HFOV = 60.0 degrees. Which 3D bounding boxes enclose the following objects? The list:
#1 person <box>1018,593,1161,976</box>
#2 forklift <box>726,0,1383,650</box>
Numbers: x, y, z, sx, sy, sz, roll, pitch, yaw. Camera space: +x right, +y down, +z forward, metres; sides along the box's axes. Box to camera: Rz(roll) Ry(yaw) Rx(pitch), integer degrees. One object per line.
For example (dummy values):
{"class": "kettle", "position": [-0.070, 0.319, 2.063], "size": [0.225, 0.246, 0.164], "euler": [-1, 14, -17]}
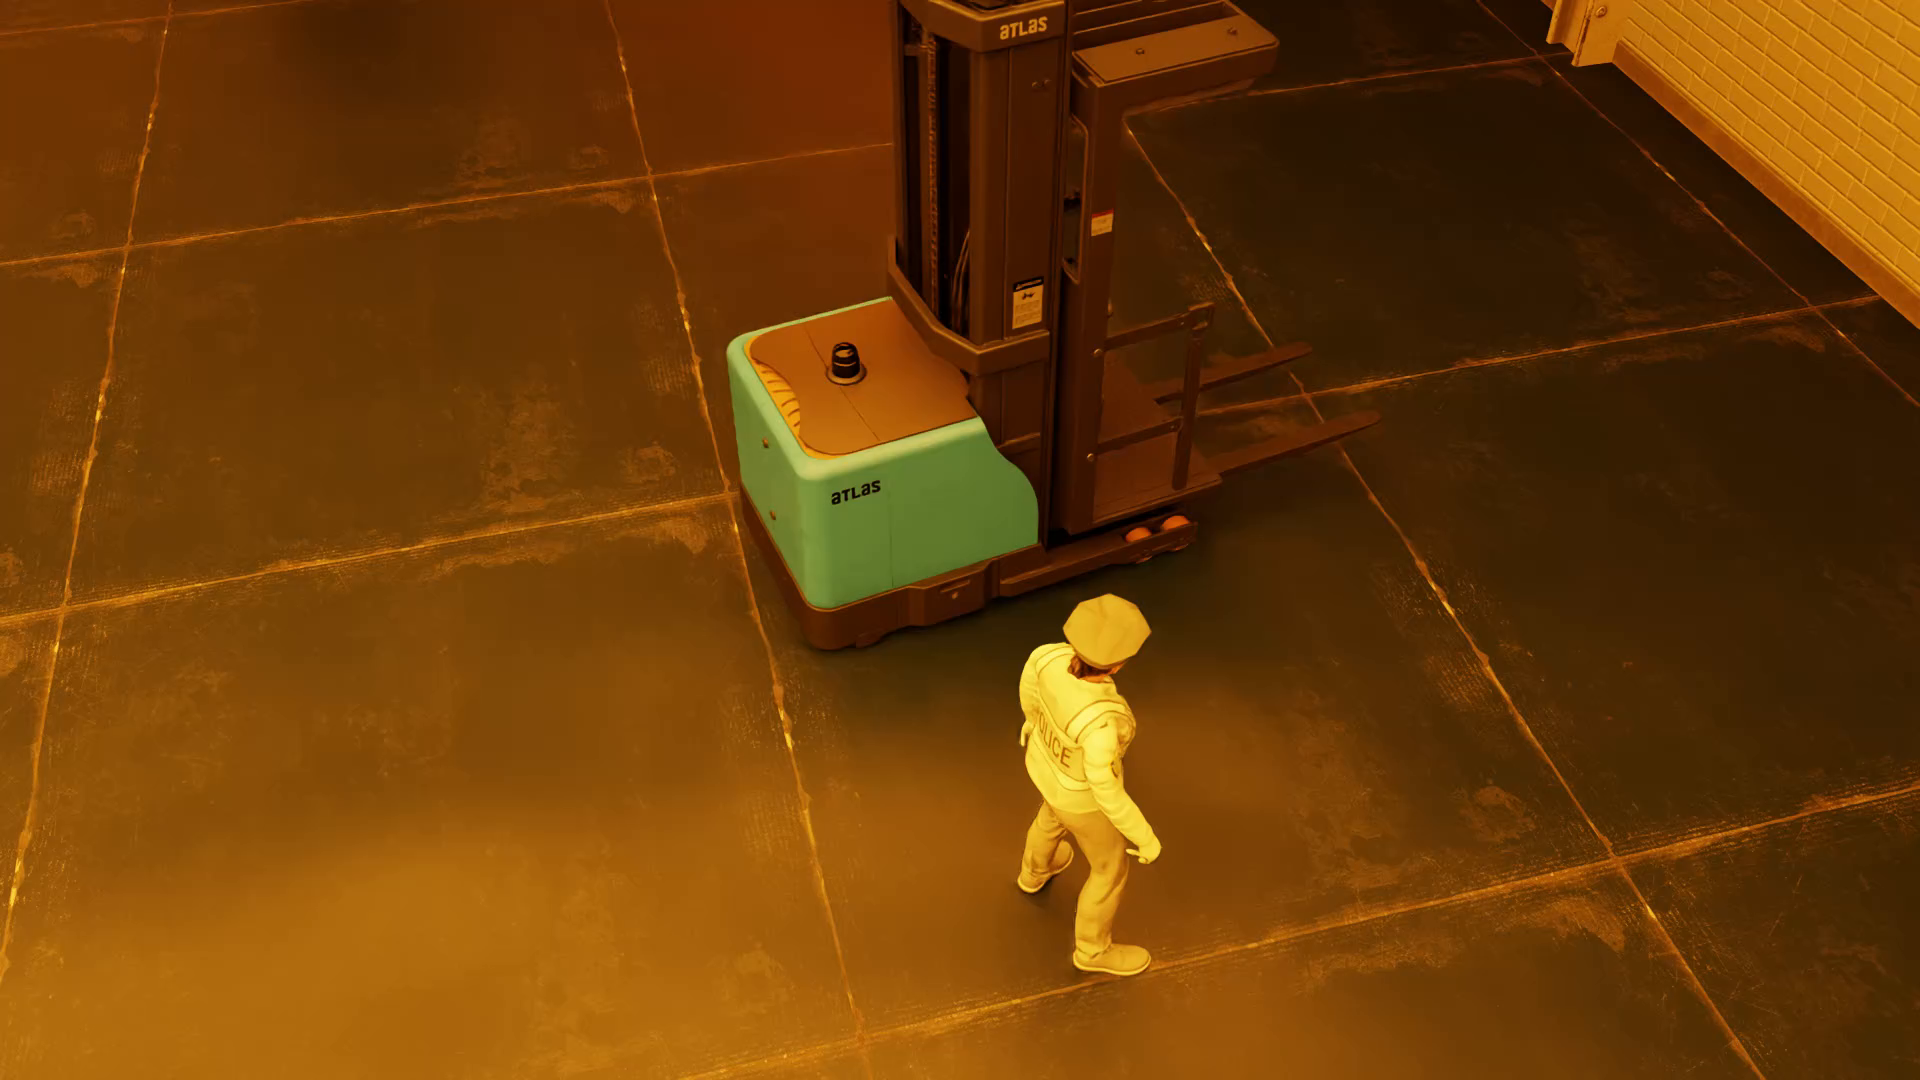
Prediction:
{"class": "person", "position": [0.431, 0.838, 5.696], "size": [0.350, 1.665, 0.687], "euler": [-18, 46, -18]}
{"class": "forklift", "position": [0.542, -1.274, 6.993], "size": [3.031, 2.935, 1.130], "euler": [-17, 46, -18]}
